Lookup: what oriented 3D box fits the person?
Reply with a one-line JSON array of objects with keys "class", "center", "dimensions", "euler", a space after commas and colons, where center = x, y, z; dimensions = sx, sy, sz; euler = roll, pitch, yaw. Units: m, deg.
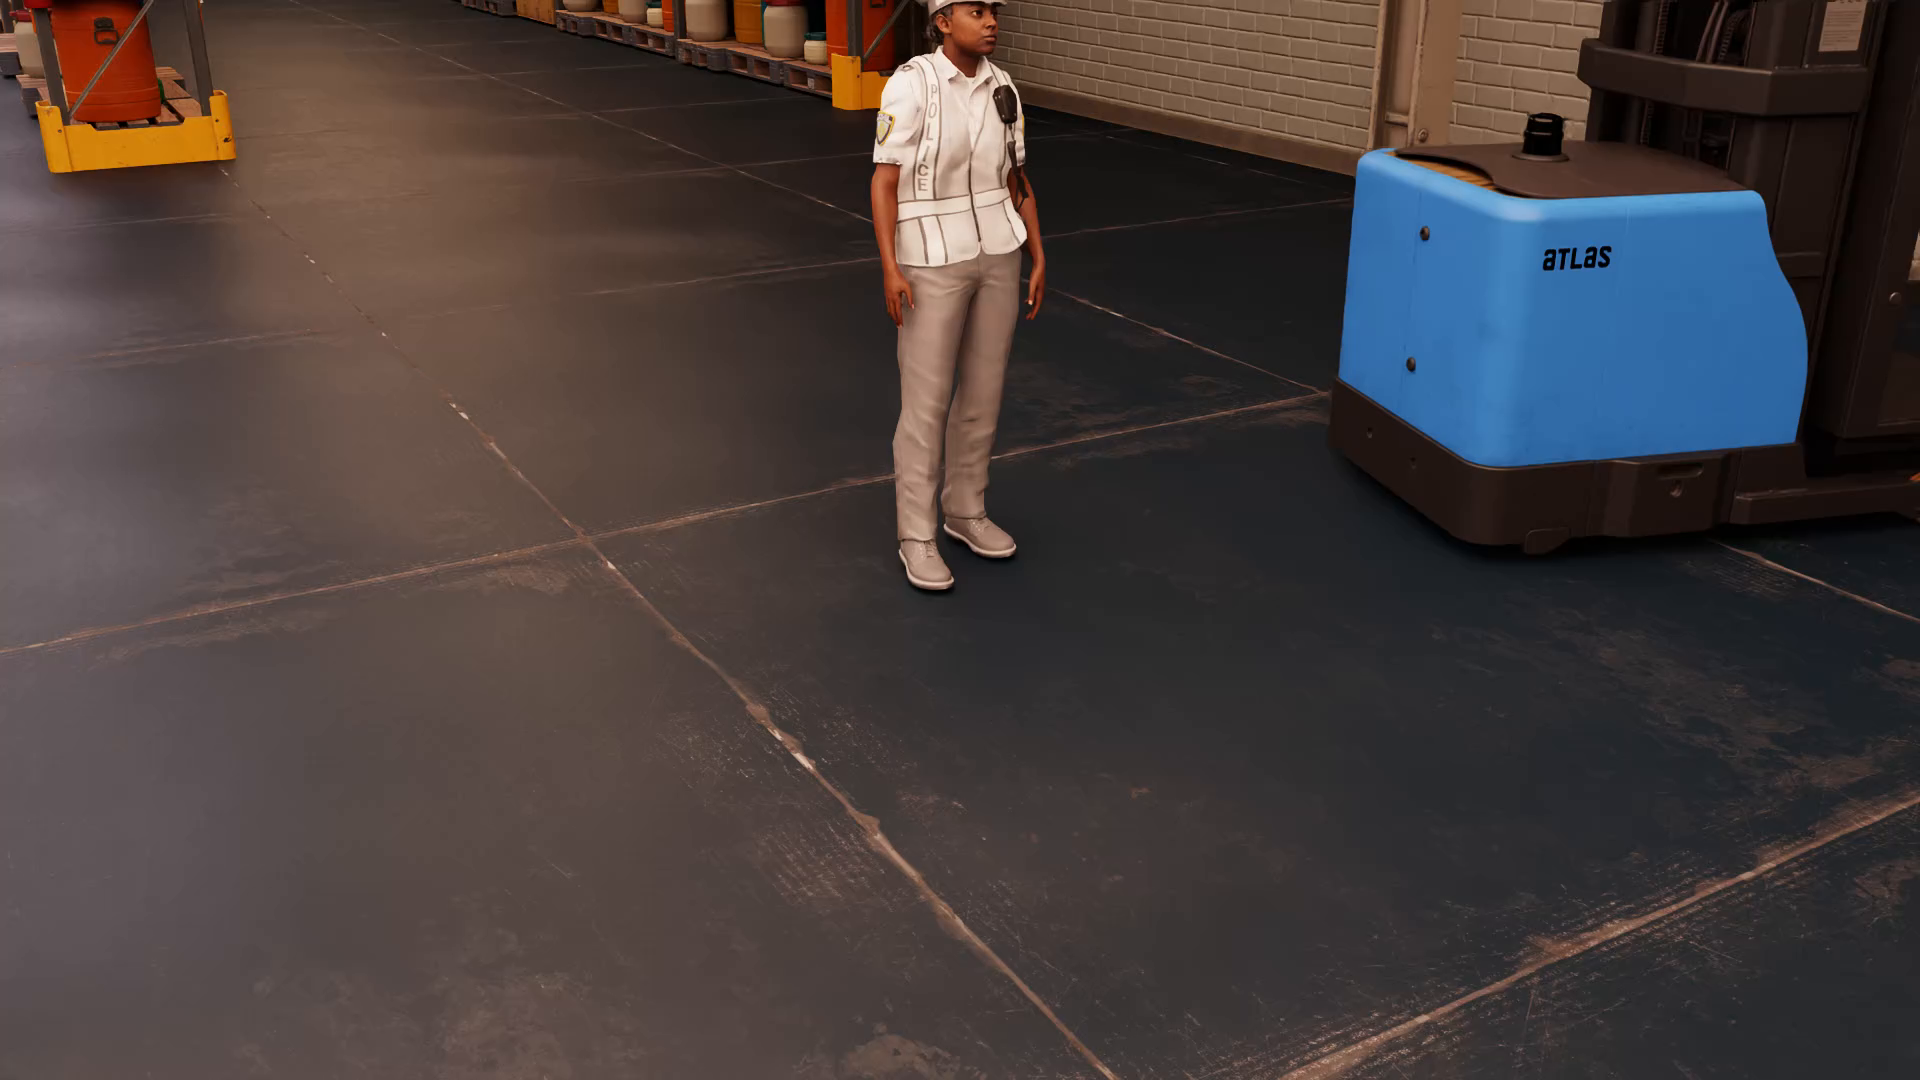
[{"class": "person", "center": [0.021, -0.762, 4.741], "dimensions": [0.570, 1.695, 0.530], "euler": [-12, 25, -28]}]

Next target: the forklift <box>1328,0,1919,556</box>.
[{"class": "forklift", "center": [2.849, -1.590, 5.148], "dimensions": [3.031, 2.935, 1.130], "euler": [-5, 23, -12]}]
